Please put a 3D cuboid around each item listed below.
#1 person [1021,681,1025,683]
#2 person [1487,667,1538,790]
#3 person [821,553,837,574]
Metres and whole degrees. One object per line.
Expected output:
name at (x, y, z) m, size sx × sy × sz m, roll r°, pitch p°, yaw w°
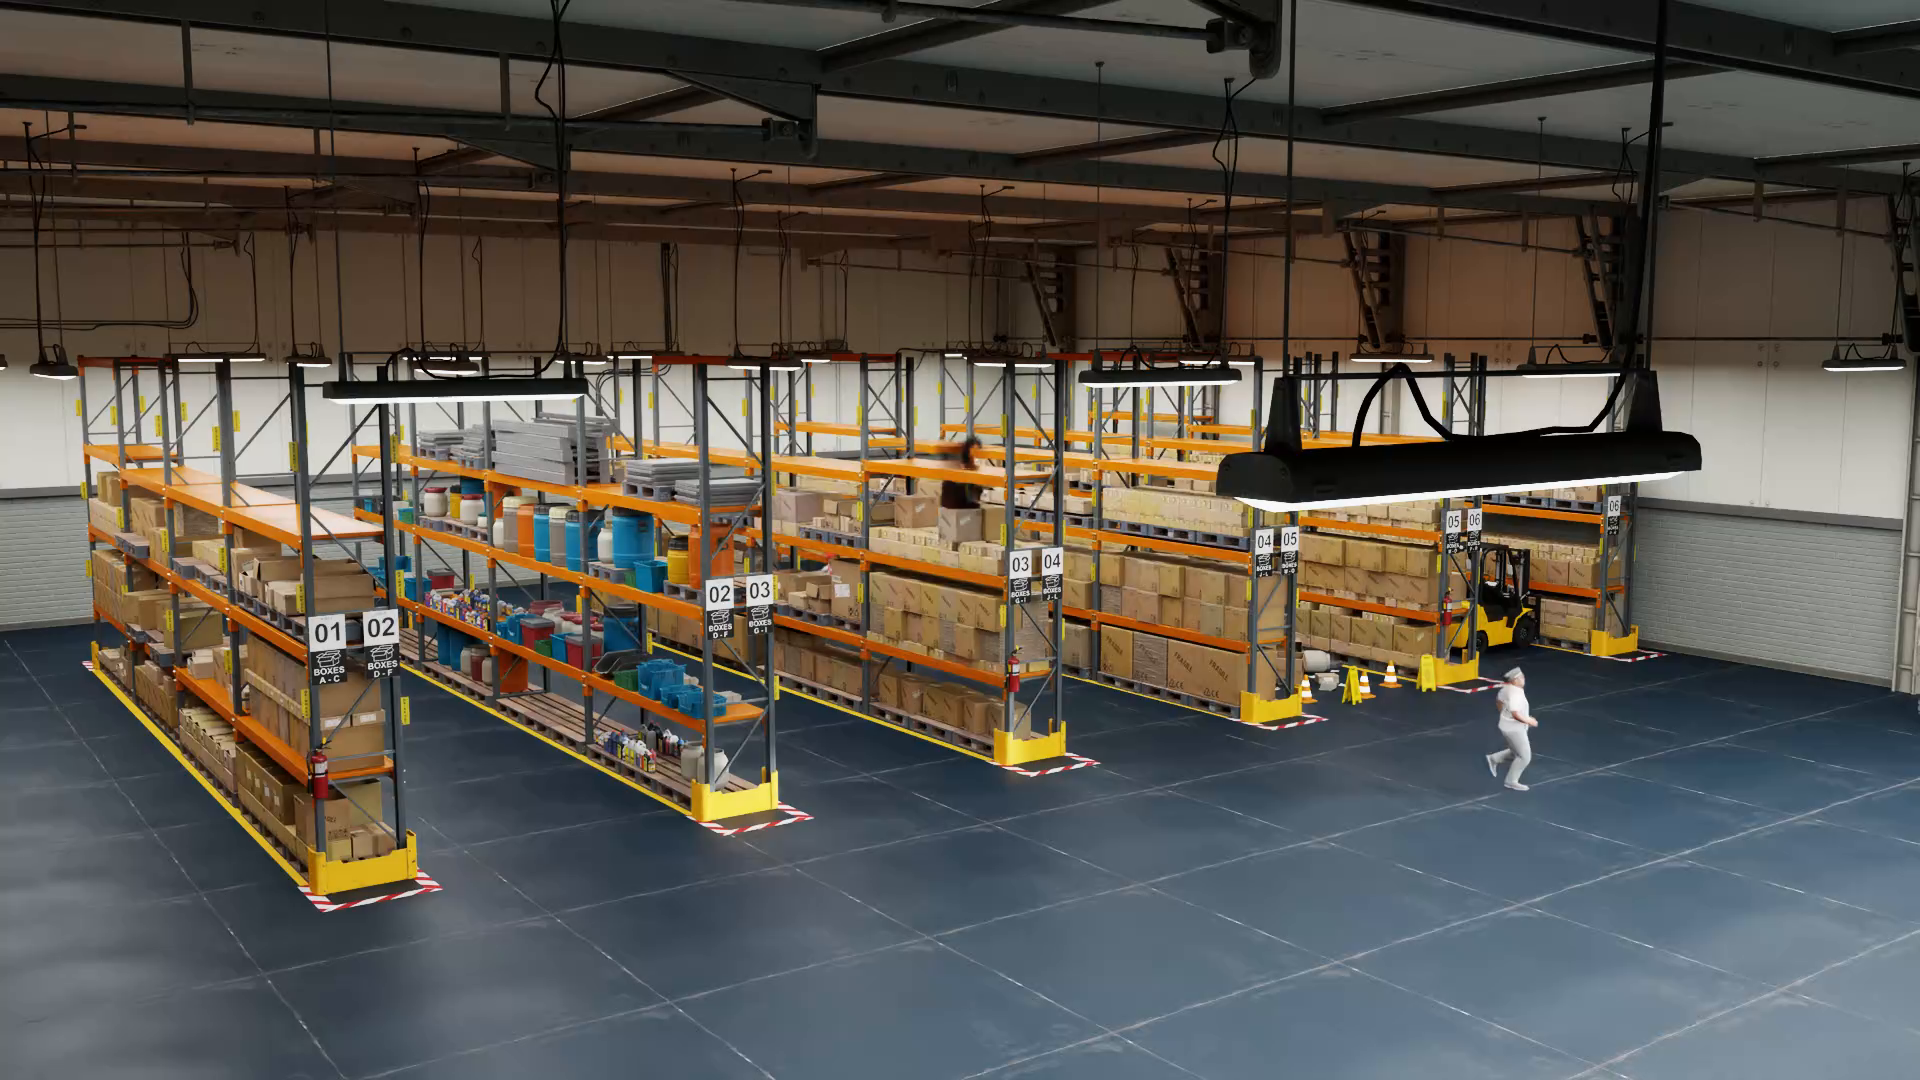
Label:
person at (0.780, 1.664, 29.518) m, size 0.886 × 1.715 × 0.587 m, roll 6°, pitch 9°, yaw 42°
person at (7.807, 2.645, 23.420) m, size 0.584 × 1.748 × 0.697 m, roll 0°, pitch 7°, yaw 4°
person at (-2.707, 1.135, 35.397) m, size 0.668 × 1.765 × 0.998 m, roll -5°, pitch 9°, yaw -38°
